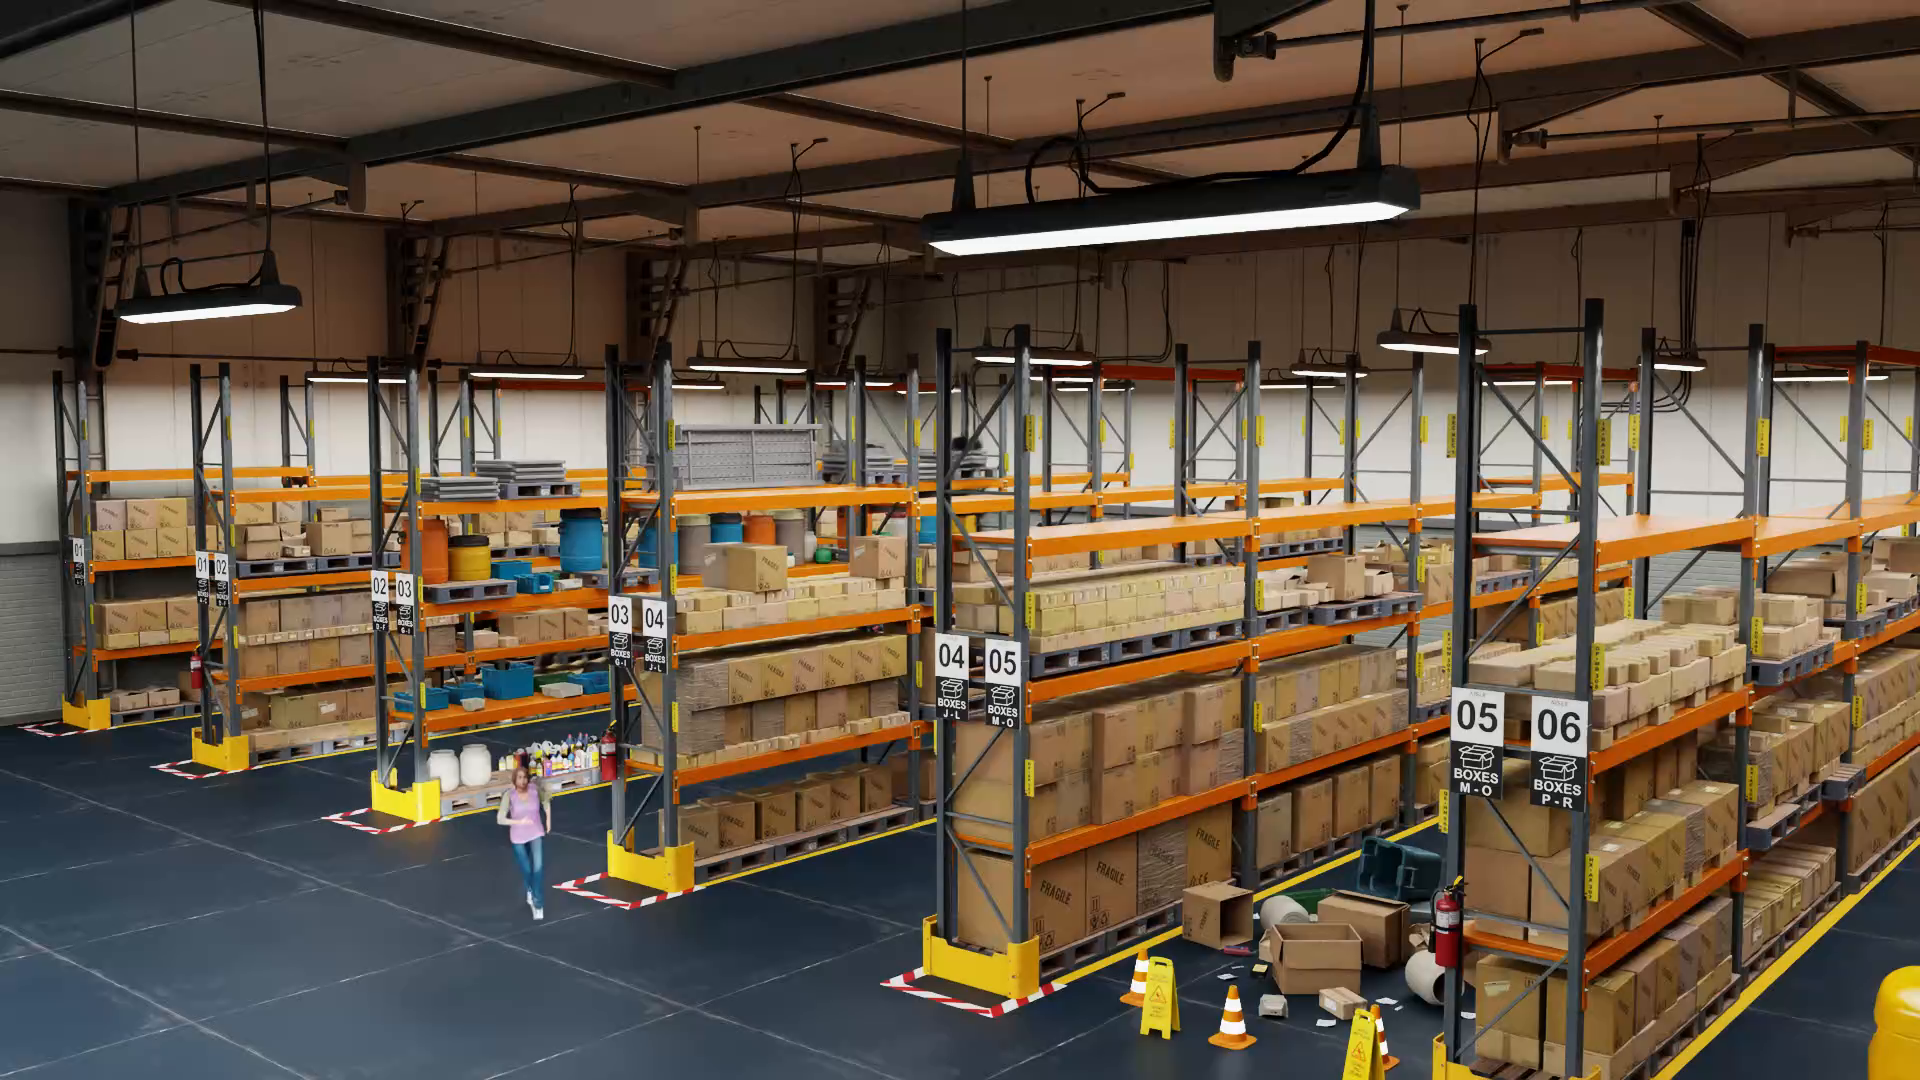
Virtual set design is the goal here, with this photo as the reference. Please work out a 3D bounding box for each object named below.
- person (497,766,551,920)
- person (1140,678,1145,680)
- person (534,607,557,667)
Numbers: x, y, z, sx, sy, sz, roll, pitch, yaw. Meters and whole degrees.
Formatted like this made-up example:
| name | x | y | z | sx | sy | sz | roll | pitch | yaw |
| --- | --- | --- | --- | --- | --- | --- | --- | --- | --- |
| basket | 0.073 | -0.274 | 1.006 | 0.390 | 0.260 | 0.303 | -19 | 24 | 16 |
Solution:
| name | x | y | z | sx | sy | sz | roll | pitch | yaw |
| --- | --- | --- | --- | --- | --- | --- | --- | --- | --- |
| person | -4.558 | 3.162 | 17.395 | 0.572 | 1.662 | 0.692 | -2 | 4 | -22 |
| person | 2.522 | 2.698 | 22.885 | 0.560 | 1.622 | 0.577 | 3 | 5 | 38 |
| person | -7.797 | 2.075 | 31.185 | 0.646 | 1.651 | 0.774 | 4 | 6 | 43 |
